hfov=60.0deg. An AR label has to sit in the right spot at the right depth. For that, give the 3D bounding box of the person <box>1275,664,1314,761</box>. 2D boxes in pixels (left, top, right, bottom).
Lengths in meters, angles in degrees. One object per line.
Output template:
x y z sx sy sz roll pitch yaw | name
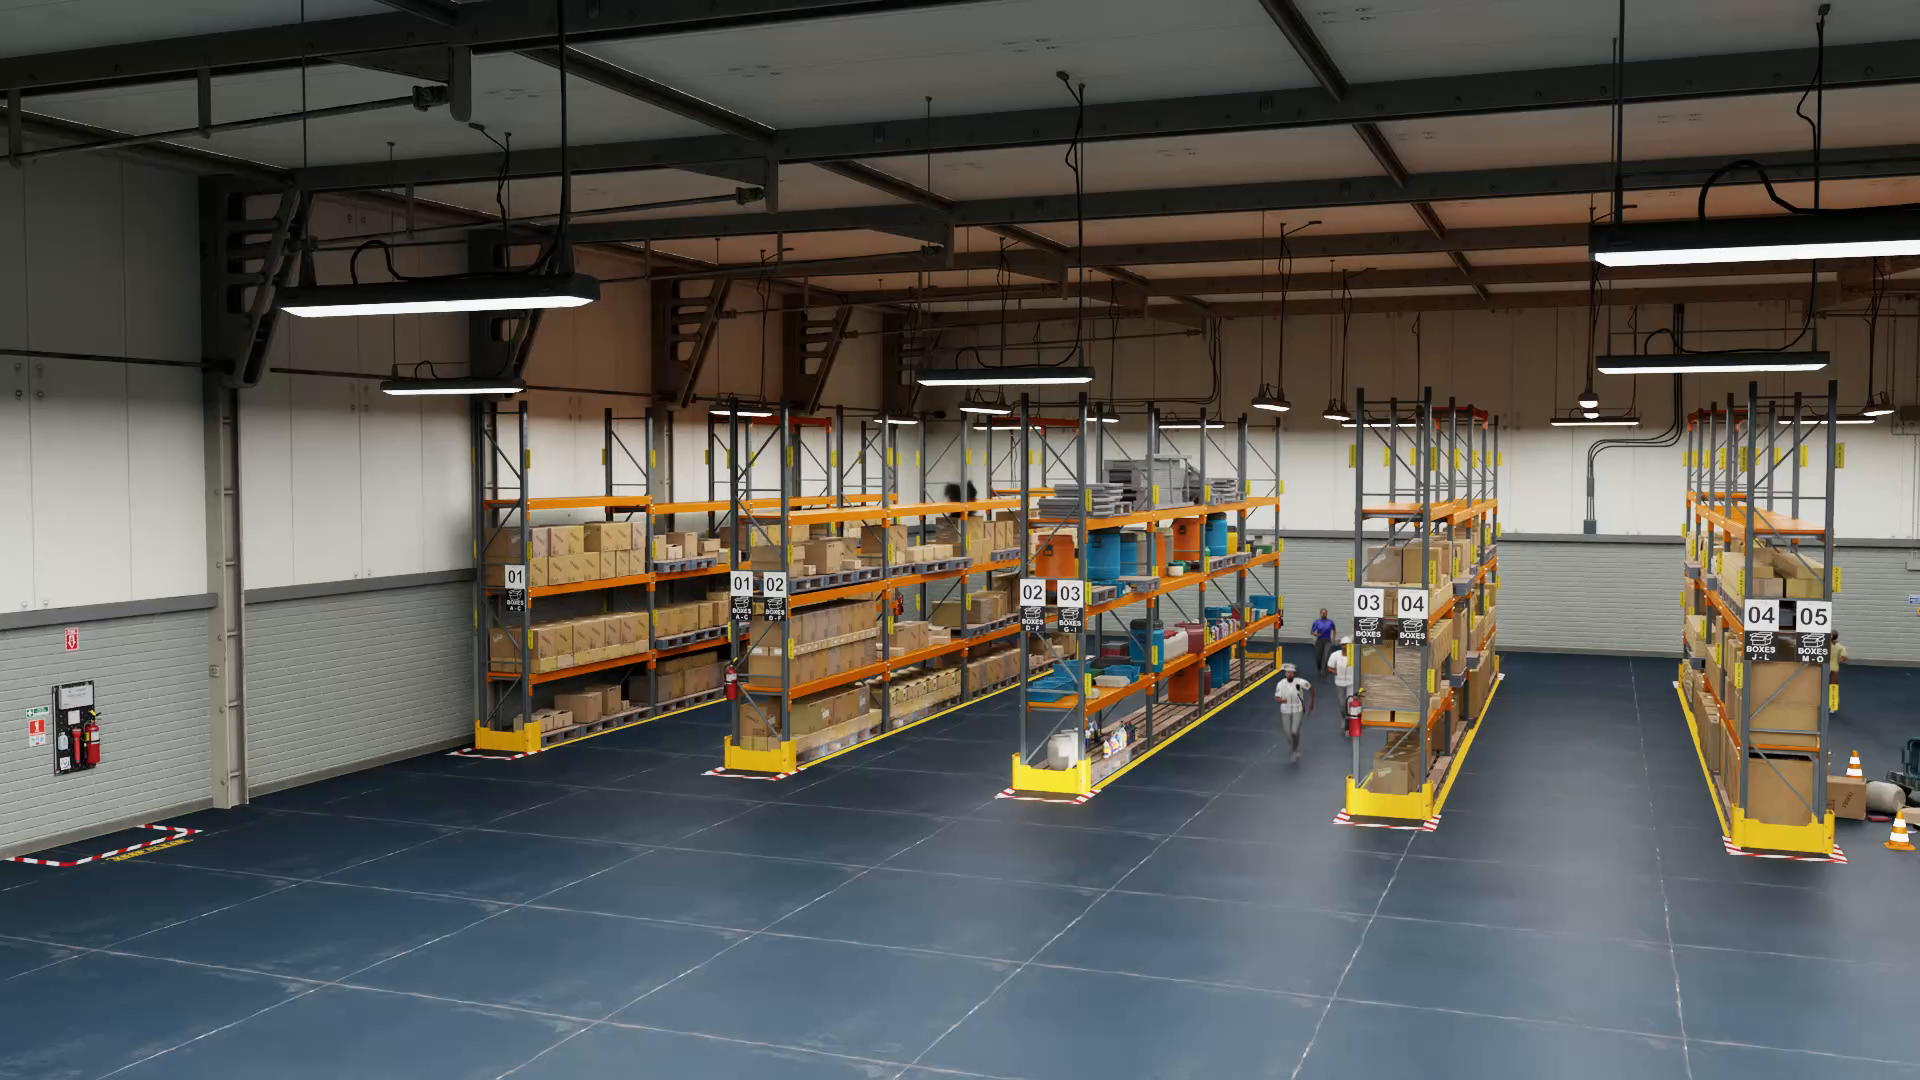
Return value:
5.469 2.832 27.244 0.610 1.644 0.758 1 3 19 | person

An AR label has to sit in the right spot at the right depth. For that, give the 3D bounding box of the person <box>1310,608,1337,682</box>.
8.193 2.349 37.486 0.584 1.627 0.834 0 3 10 | person

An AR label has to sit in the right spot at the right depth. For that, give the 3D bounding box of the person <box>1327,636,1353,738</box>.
7.012 2.638 30.242 0.640 1.796 0.890 1 3 21 | person

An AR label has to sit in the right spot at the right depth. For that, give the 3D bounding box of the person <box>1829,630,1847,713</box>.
17.192 2.584 32.876 0.587 1.616 0.599 1 3 16 | person
